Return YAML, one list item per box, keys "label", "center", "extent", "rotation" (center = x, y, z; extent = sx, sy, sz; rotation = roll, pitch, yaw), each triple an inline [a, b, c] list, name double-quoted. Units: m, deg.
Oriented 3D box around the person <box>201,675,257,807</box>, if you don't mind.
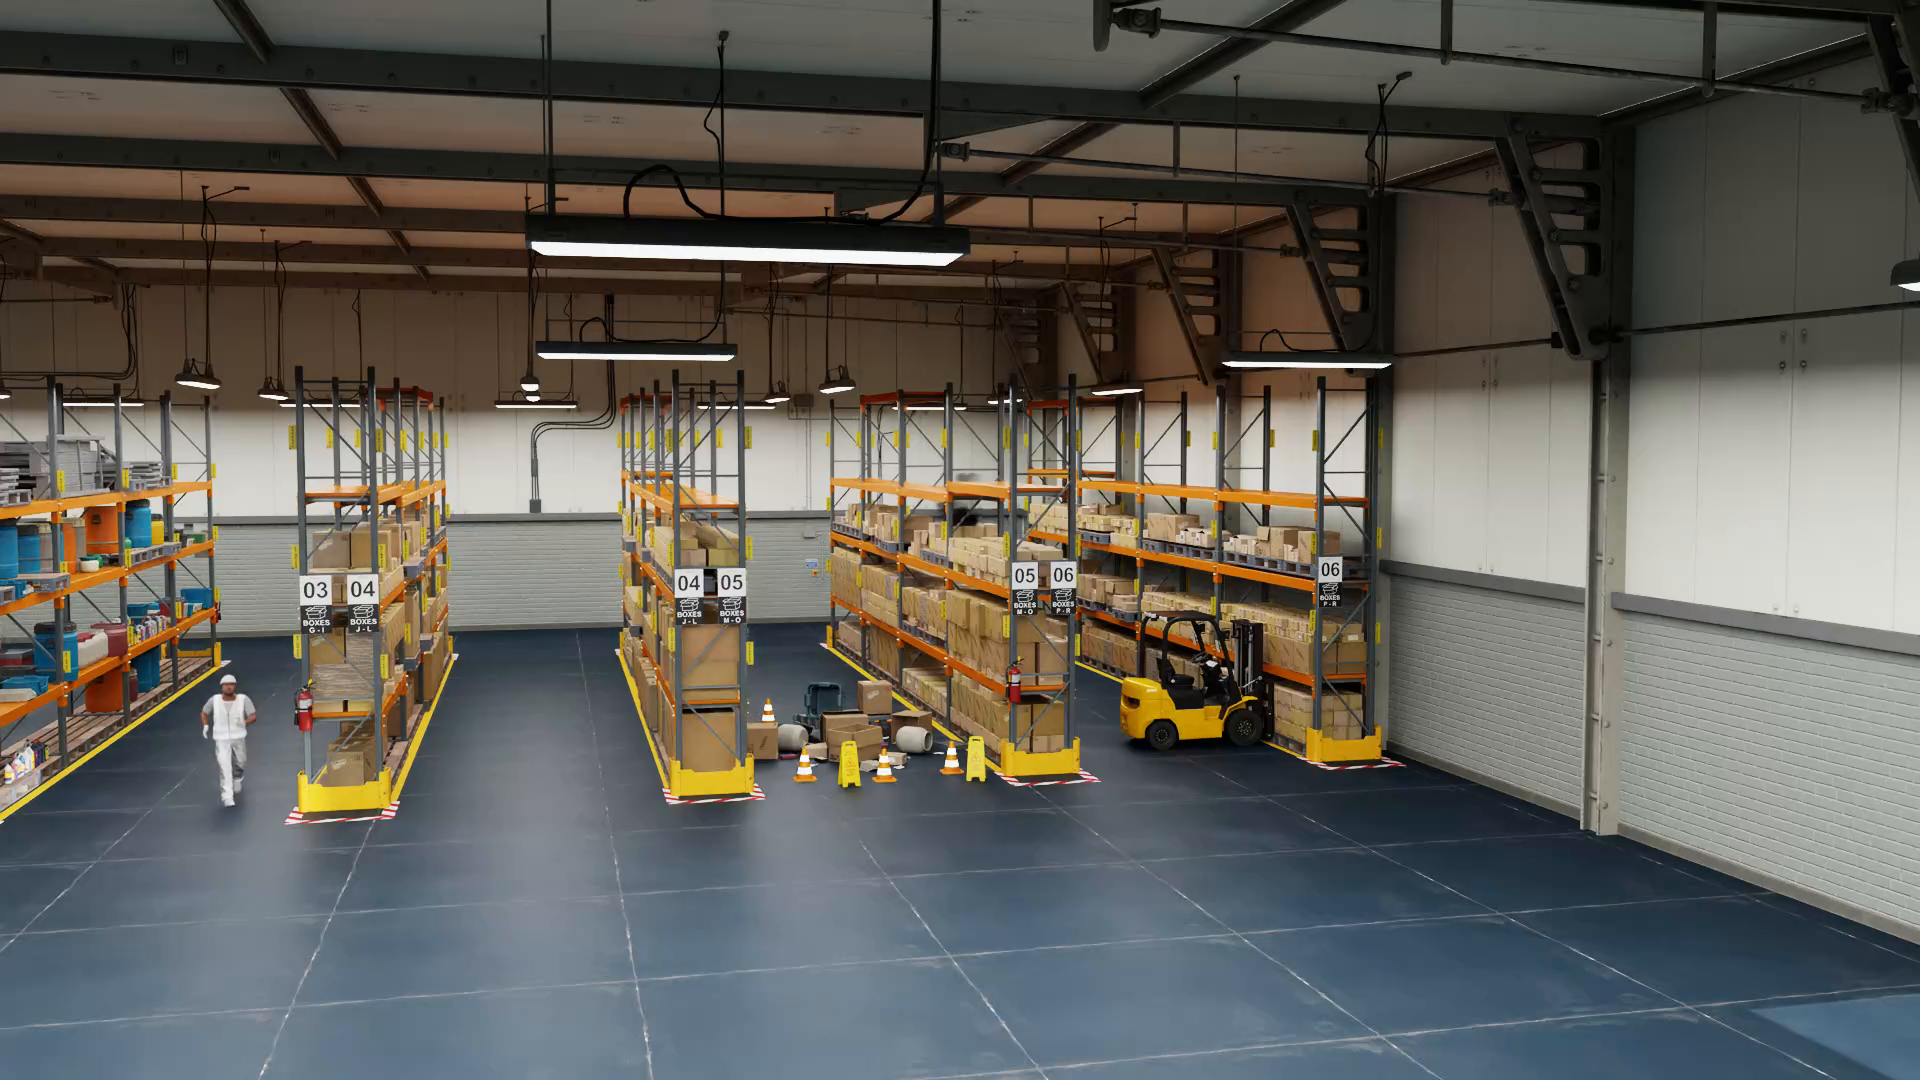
- label: "person"
  center: [-10.064, 2.737, 22.908]
  extent: [0.704, 1.770, 0.960]
  rotation: [-2, 4, -26]
